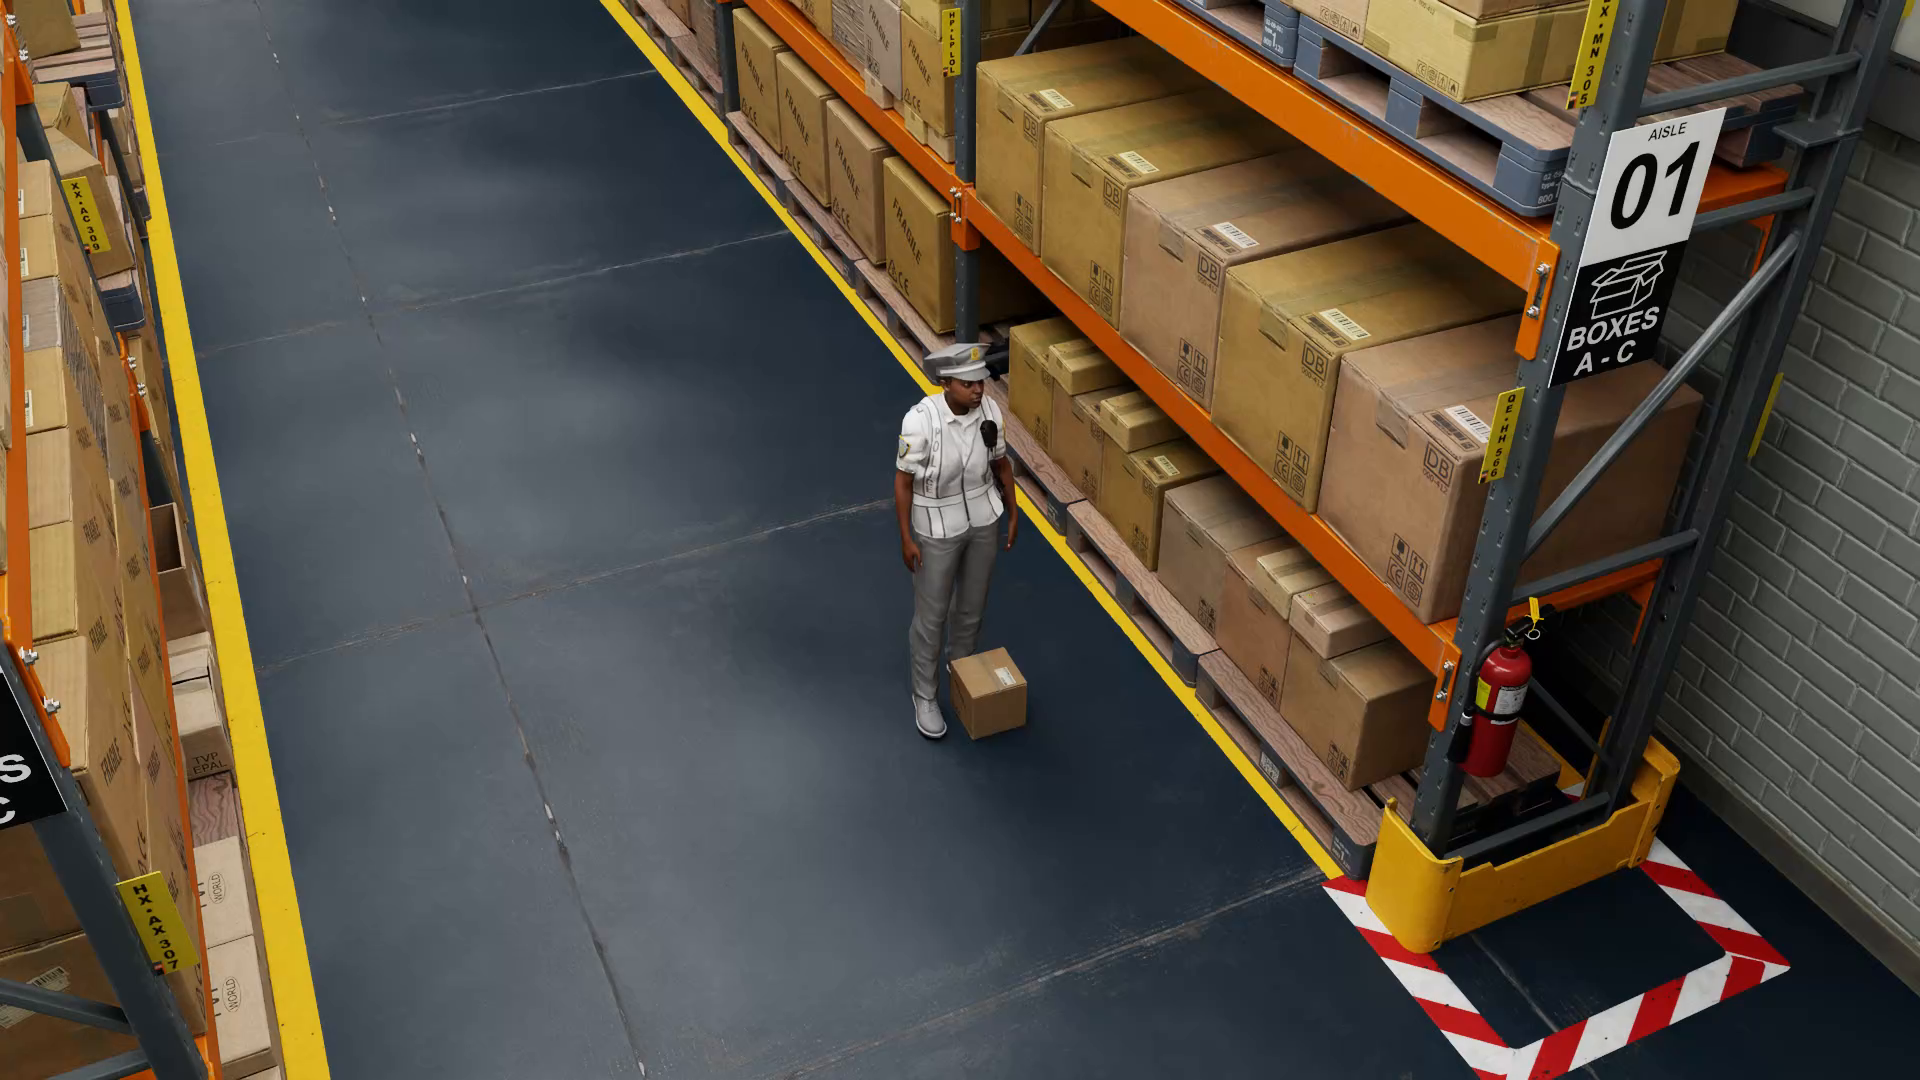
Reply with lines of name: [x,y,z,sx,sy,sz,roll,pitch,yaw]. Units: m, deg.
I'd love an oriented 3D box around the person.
person: [0.003,-0.024,6.844,0.570,1.695,0.530,-16,40,-20]
